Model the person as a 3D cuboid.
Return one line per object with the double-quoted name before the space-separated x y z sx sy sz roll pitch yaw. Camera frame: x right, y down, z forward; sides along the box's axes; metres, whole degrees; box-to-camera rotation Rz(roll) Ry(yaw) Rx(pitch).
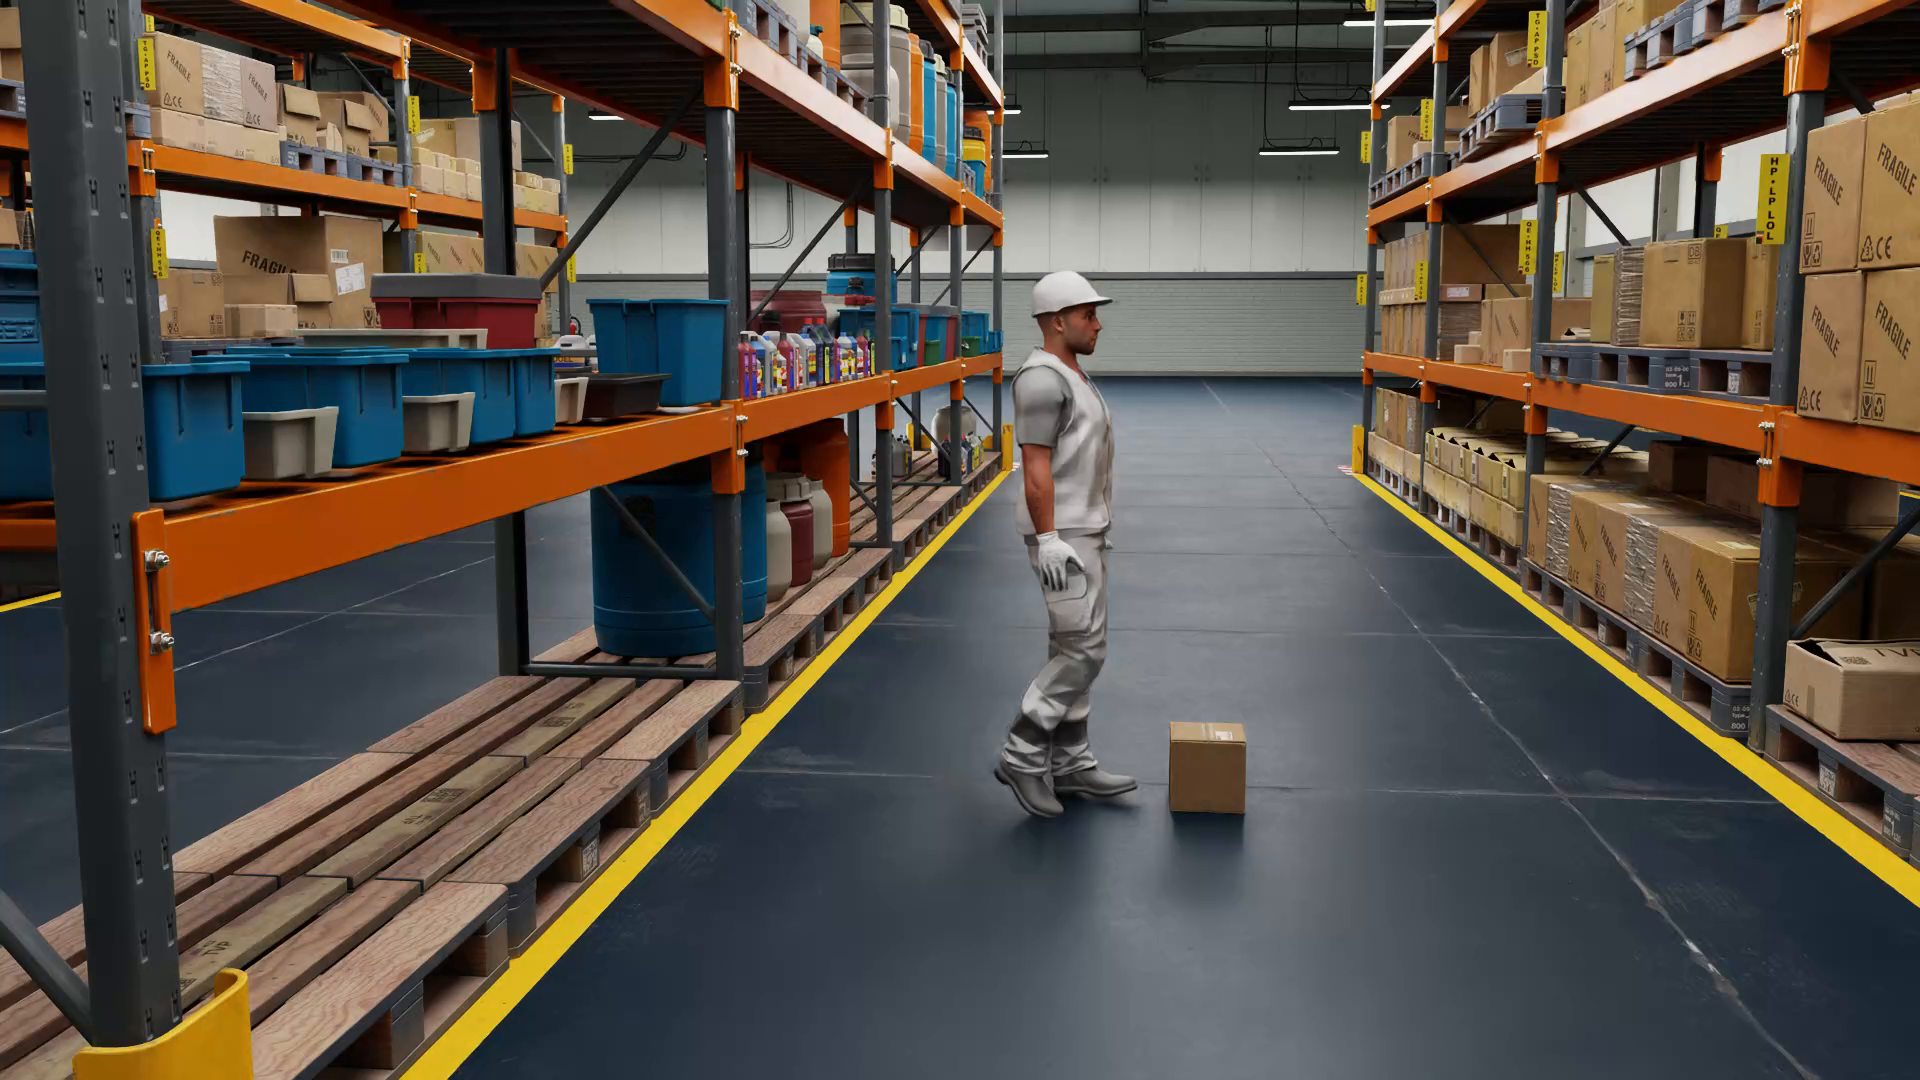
"person" 0.381 0.006 5.642 0.466 1.819 0.565 2 8 16
